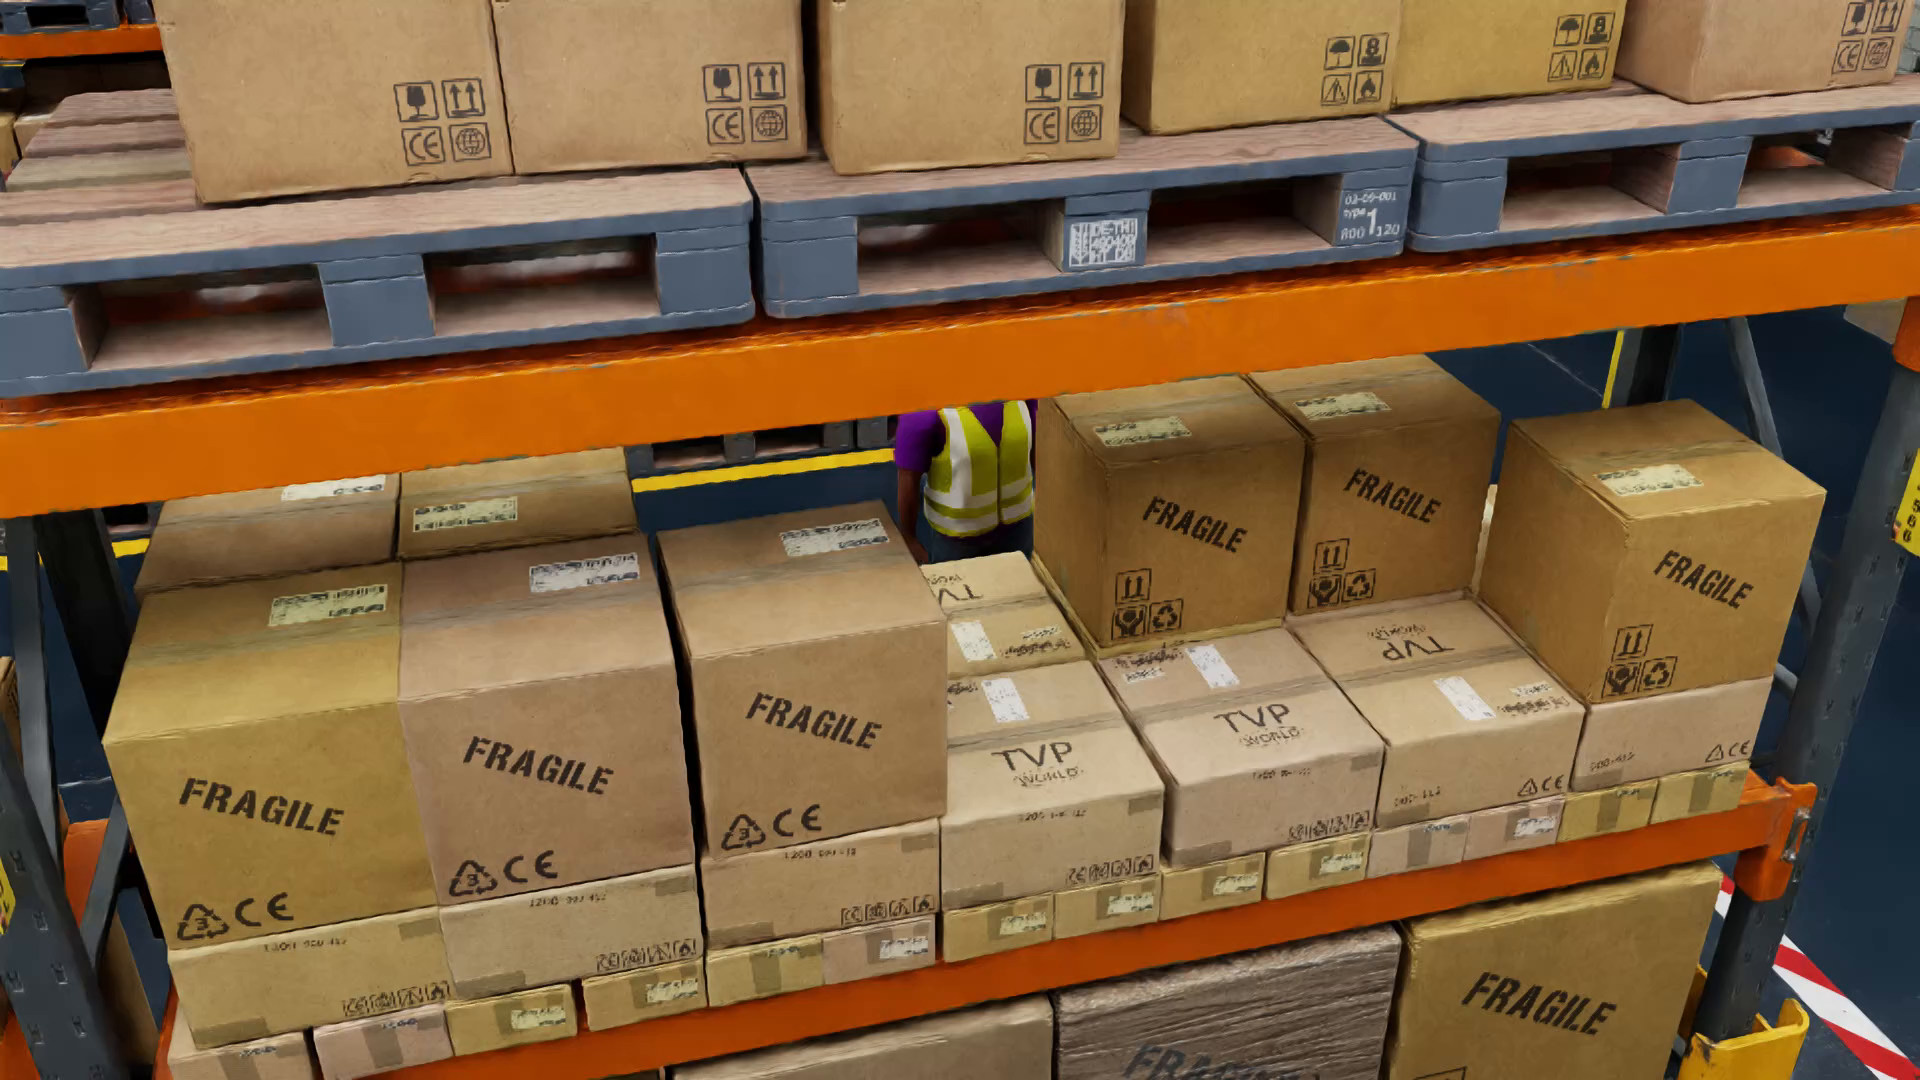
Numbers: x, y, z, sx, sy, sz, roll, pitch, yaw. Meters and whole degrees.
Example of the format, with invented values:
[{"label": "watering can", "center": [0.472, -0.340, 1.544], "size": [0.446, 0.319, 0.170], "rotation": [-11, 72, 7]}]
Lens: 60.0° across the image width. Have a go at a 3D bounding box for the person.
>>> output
[{"label": "person", "center": [0.099, -0.060, 6.167], "size": [0.690, 1.763, 0.445], "rotation": [-16, 34, -25]}]
